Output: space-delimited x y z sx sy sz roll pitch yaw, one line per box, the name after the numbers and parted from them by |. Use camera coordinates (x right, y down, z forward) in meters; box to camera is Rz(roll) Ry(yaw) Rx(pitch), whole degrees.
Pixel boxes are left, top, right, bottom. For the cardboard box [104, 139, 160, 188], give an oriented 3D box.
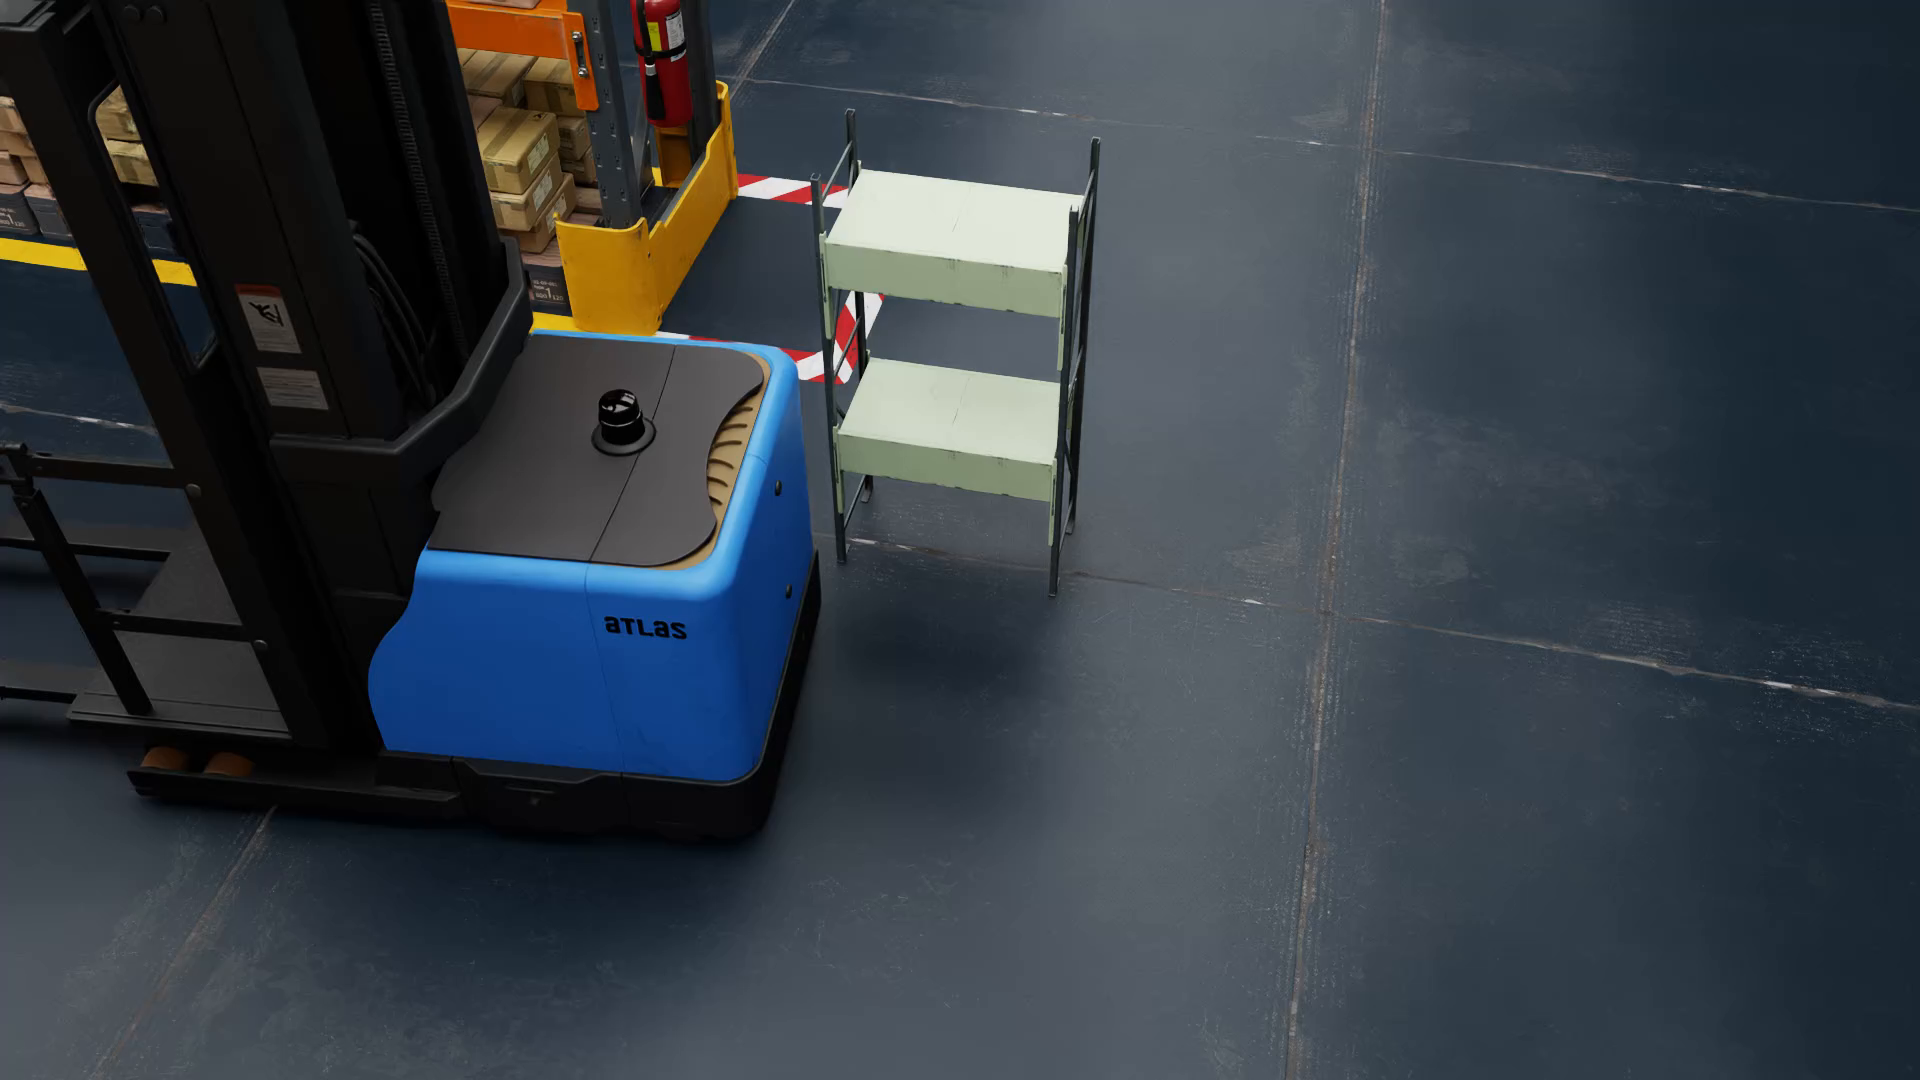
-3.300 -1.616 6.805 0.250 0.149 0.380 9 45 9 | cardboard box

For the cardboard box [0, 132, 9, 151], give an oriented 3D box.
-4.031 -1.809 7.005 0.250 0.149 0.380 7 44 7 | cardboard box

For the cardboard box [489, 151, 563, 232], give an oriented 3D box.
-1.764 -1.395 6.575 0.250 0.149 0.380 8 44 8 | cardboard box

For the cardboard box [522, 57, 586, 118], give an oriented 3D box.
-1.623 -1.925 6.910 0.250 0.149 0.380 7 44 7 | cardboard box

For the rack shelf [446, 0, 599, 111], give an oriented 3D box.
-3.138 -2.320 6.517 4.000 0.370 1.077 9 45 9 | rack shelf

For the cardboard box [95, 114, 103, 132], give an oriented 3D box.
-3.511 -1.839 6.821 0.250 0.149 0.380 7 44 7 | cardboard box

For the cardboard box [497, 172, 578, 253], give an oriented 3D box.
-1.745 -1.340 6.732 0.250 0.149 0.380 10 45 10 | cardboard box

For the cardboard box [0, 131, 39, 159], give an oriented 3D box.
-3.768 -1.752 6.946 0.250 0.149 0.380 11 45 11 | cardboard box

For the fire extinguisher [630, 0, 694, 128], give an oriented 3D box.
-1.041 -1.764 5.744 0.183 0.674 0.296 9 45 9 | fire extinguisher

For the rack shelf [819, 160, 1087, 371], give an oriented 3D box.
-0.007 -0.823 4.960 0.720 0.370 0.431 9 45 9 | rack shelf

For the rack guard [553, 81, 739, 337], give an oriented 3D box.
-1.260 -1.388 6.831 0.348 0.500 1.175 9 45 9 | rack guard

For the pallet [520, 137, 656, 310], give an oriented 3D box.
-2.045 -1.431 7.084 1.213 0.211 1.003 9 45 9 | pallet

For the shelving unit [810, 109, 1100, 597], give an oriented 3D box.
-0.007 -0.541 5.231 0.755 1.500 0.431 9 45 9 | shelving unit

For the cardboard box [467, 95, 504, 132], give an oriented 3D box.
-1.991 -1.601 6.574 0.250 0.149 0.380 10 45 10 | cardboard box

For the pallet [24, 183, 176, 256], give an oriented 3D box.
-3.232 -1.617 7.278 1.213 0.211 1.003 9 45 9 | pallet

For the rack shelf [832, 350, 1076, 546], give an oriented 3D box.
-0.007 -0.306 5.457 0.720 0.370 0.431 9 45 9 | rack shelf

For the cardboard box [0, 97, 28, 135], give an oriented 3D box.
-3.795 -1.824 6.806 0.250 0.149 0.380 10 45 10 | cardboard box

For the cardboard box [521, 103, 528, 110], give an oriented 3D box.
-1.896 -1.841 7.038 0.250 0.149 0.380 9 45 9 | cardboard box

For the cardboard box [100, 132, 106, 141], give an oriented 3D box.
-3.535 -1.671 6.861 0.250 0.149 0.380 9 45 9 | cardboard box

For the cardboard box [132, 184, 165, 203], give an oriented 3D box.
-3.257 -1.577 6.978 0.250 0.149 0.380 10 45 10 | cardboard box

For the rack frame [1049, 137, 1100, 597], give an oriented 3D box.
0.351 -0.486 5.173 0.023 1.500 0.400 9 45 9 | rack frame

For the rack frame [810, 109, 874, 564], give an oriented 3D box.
-0.364 -0.597 5.289 0.023 1.500 0.400 9 45 9 | rack frame

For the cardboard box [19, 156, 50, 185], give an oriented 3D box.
-3.762 -1.670 7.075 0.250 0.149 0.380 7 44 7 | cardboard box

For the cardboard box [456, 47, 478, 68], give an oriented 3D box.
-2.137 -2.010 6.999 0.250 0.149 0.380 9 45 9 | cardboard box

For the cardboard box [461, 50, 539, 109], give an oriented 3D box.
-1.919 -1.885 6.869 0.250 0.149 0.380 10 45 10 | cardboard box

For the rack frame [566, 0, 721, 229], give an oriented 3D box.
-1.186 -2.277 5.952 0.127 3.000 1.000 9 45 9 | rack frame

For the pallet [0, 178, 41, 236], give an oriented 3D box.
-4.427 -1.800 7.468 1.213 0.211 1.003 9 45 9 | pallet

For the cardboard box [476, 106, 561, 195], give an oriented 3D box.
-1.758 -1.524 6.494 0.250 0.149 0.380 9 45 10 | cardboard box

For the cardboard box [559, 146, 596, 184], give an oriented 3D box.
-1.628 -1.697 7.103 0.250 0.149 0.380 10 45 10 | cardboard box

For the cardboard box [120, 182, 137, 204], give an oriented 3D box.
-3.529 -1.565 6.966 0.250 0.149 0.380 8 44 8 | cardboard box

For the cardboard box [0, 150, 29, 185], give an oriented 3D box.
-4.032 -1.687 7.092 0.250 0.149 0.380 8 44 8 | cardboard box

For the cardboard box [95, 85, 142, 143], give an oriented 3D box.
-3.279 -1.775 6.755 0.250 0.149 0.380 9 45 9 | cardboard box

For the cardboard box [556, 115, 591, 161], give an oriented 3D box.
-1.641 -1.761 6.955 0.250 0.149 0.380 11 45 11 | cardboard box

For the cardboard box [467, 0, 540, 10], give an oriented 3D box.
-1.566 -2.044 5.892 0.250 0.149 0.380 9 45 9 | cardboard box

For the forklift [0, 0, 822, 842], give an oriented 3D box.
-2.007 -0.629 4.290 3.031 2.935 1.130 5 44 5 | forklift
